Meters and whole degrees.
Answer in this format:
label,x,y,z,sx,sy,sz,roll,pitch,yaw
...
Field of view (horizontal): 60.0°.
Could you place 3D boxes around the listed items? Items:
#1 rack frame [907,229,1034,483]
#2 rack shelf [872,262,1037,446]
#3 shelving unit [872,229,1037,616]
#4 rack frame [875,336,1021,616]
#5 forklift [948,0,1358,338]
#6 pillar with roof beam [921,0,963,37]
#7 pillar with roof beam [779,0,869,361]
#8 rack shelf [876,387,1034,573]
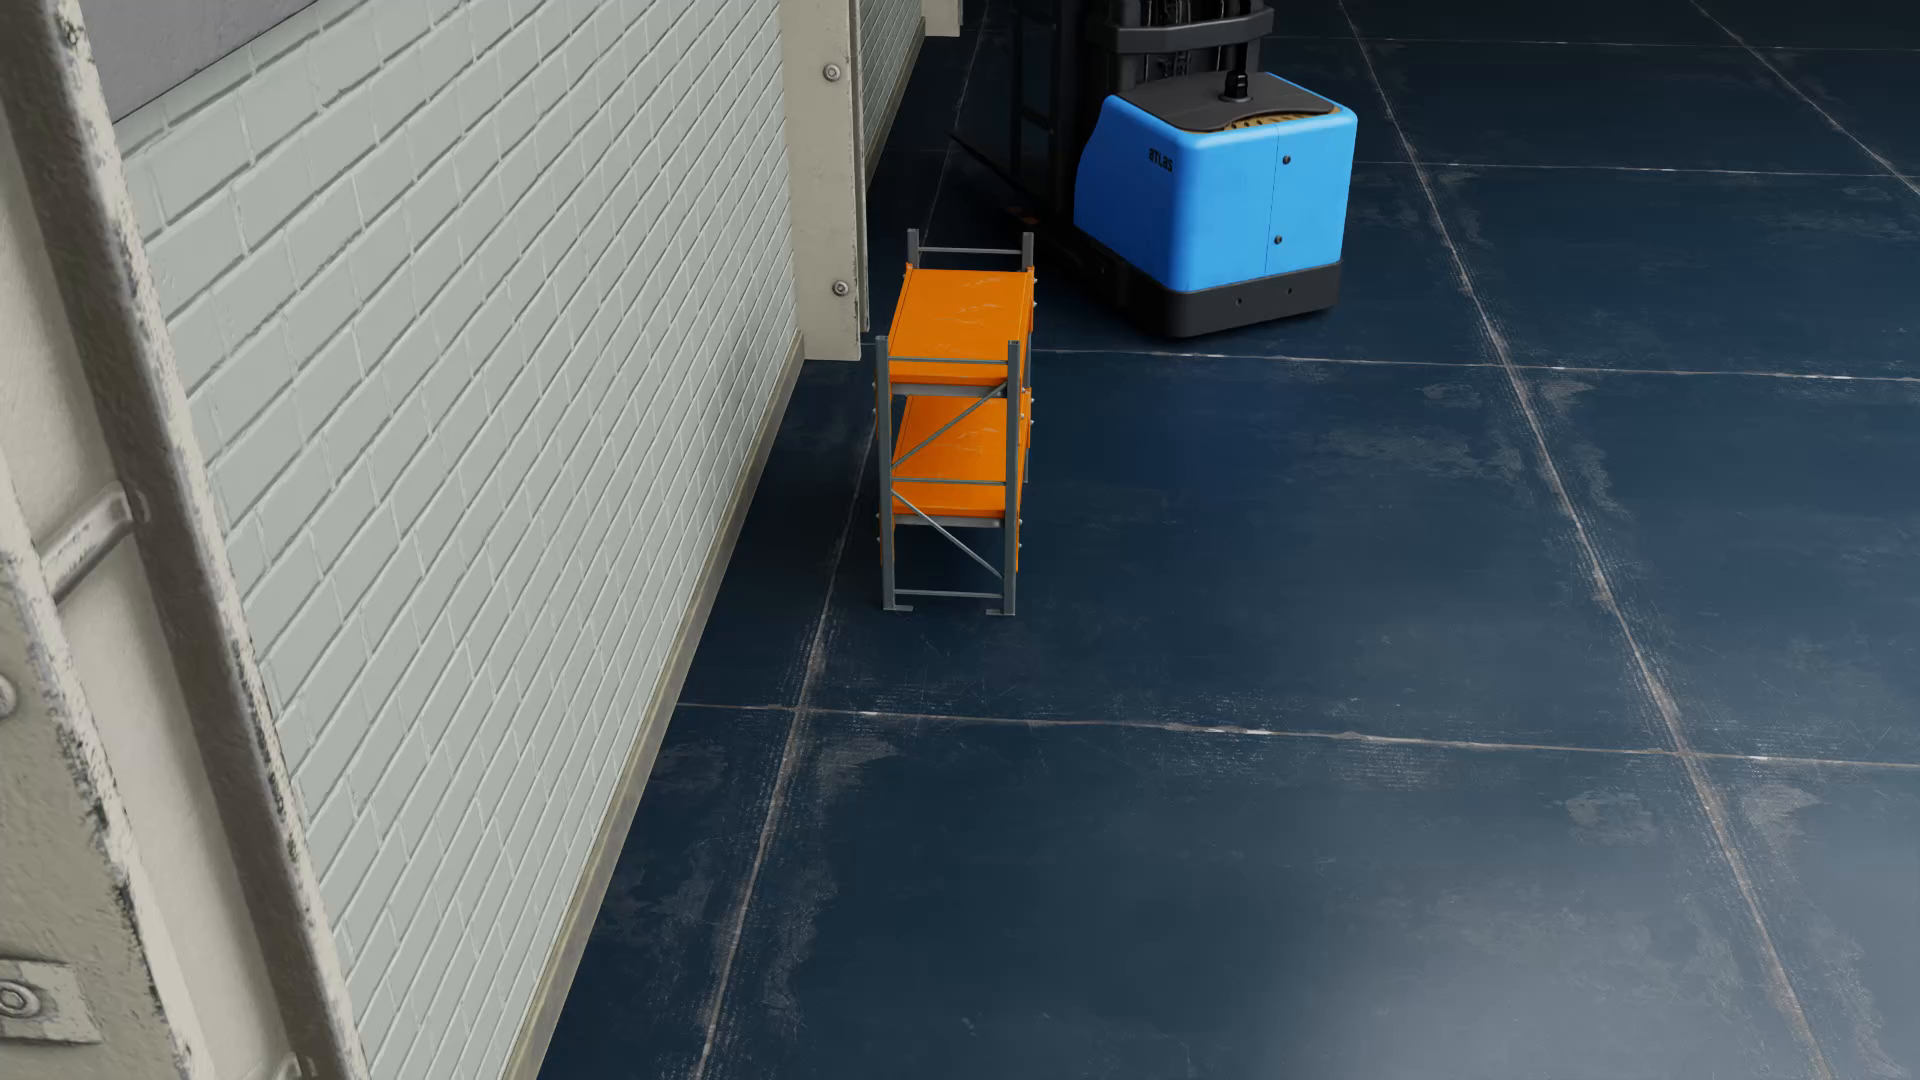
label,x,y,z,sx,sy,sz,roll,pitch,yaw
rack frame,0.041,-0.741,6.880,0.500,1.125,0.032,2,32,4
rack shelf,-0.001,-0.725,6.296,0.538,0.278,1.000,2,32,4
shelving unit,-0.001,-0.475,6.449,0.538,1.125,1.048,2,32,4
rack frame,-0.042,-0.210,6.018,0.500,1.125,0.032,2,32,4
forklift,0.874,-3.006,8.833,1.130,2.935,3.031,-14,34,-21
pillar with roof beam,4.146,-7.776,10.790,9.100,9.000,0.400,2,32,4
pillar with roof beam,3.658,-4.638,5.699,9.100,9.000,0.400,2,32,4
rack shelf,-0.001,-0.267,6.577,0.538,0.278,1.000,2,32,4
